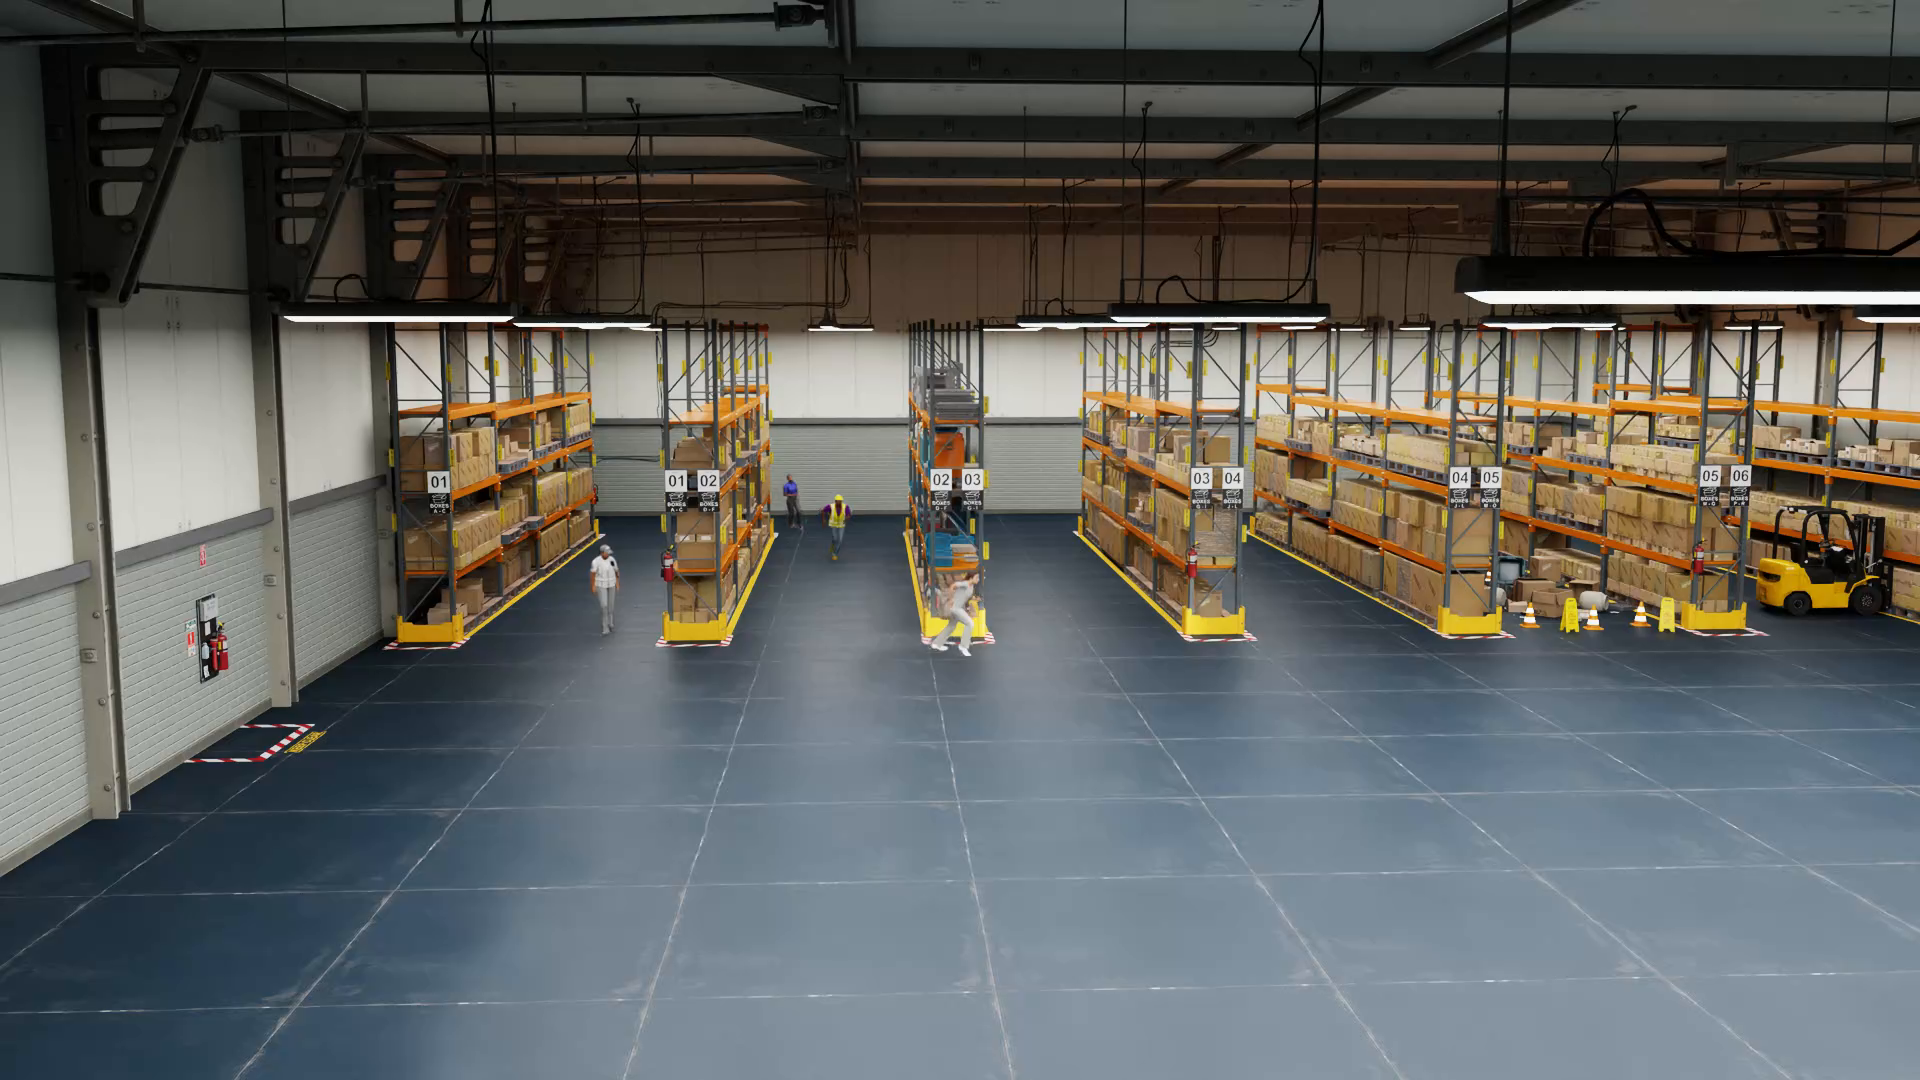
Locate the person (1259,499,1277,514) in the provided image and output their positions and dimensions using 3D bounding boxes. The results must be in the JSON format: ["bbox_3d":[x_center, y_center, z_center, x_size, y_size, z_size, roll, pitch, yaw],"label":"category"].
[{"bbox_3d":[9.223,-1.189,49.038,0.655,1.748,0.712,-1,7,-12],"label":"person"}]

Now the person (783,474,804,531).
[{"bbox_3d":[-4.943,-1.077,48.798,0.574,1.649,0.684,-4,8,-31],"label":"person"}]

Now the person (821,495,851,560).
[{"bbox_3d":[-3.120,-0.313,42.189,0.690,1.681,0.713,-3,8,-20],"label":"person"}]

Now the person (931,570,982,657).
[{"bbox_3d":[-0.074,1.315,29.700,0.954,1.588,0.603,3,7,20],"label":"person"}]

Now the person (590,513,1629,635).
[{"bbox_3d":[3.795,0.604,33.747,20.642,1.957,8.363,-4,8,-30],"label":"person"}]
